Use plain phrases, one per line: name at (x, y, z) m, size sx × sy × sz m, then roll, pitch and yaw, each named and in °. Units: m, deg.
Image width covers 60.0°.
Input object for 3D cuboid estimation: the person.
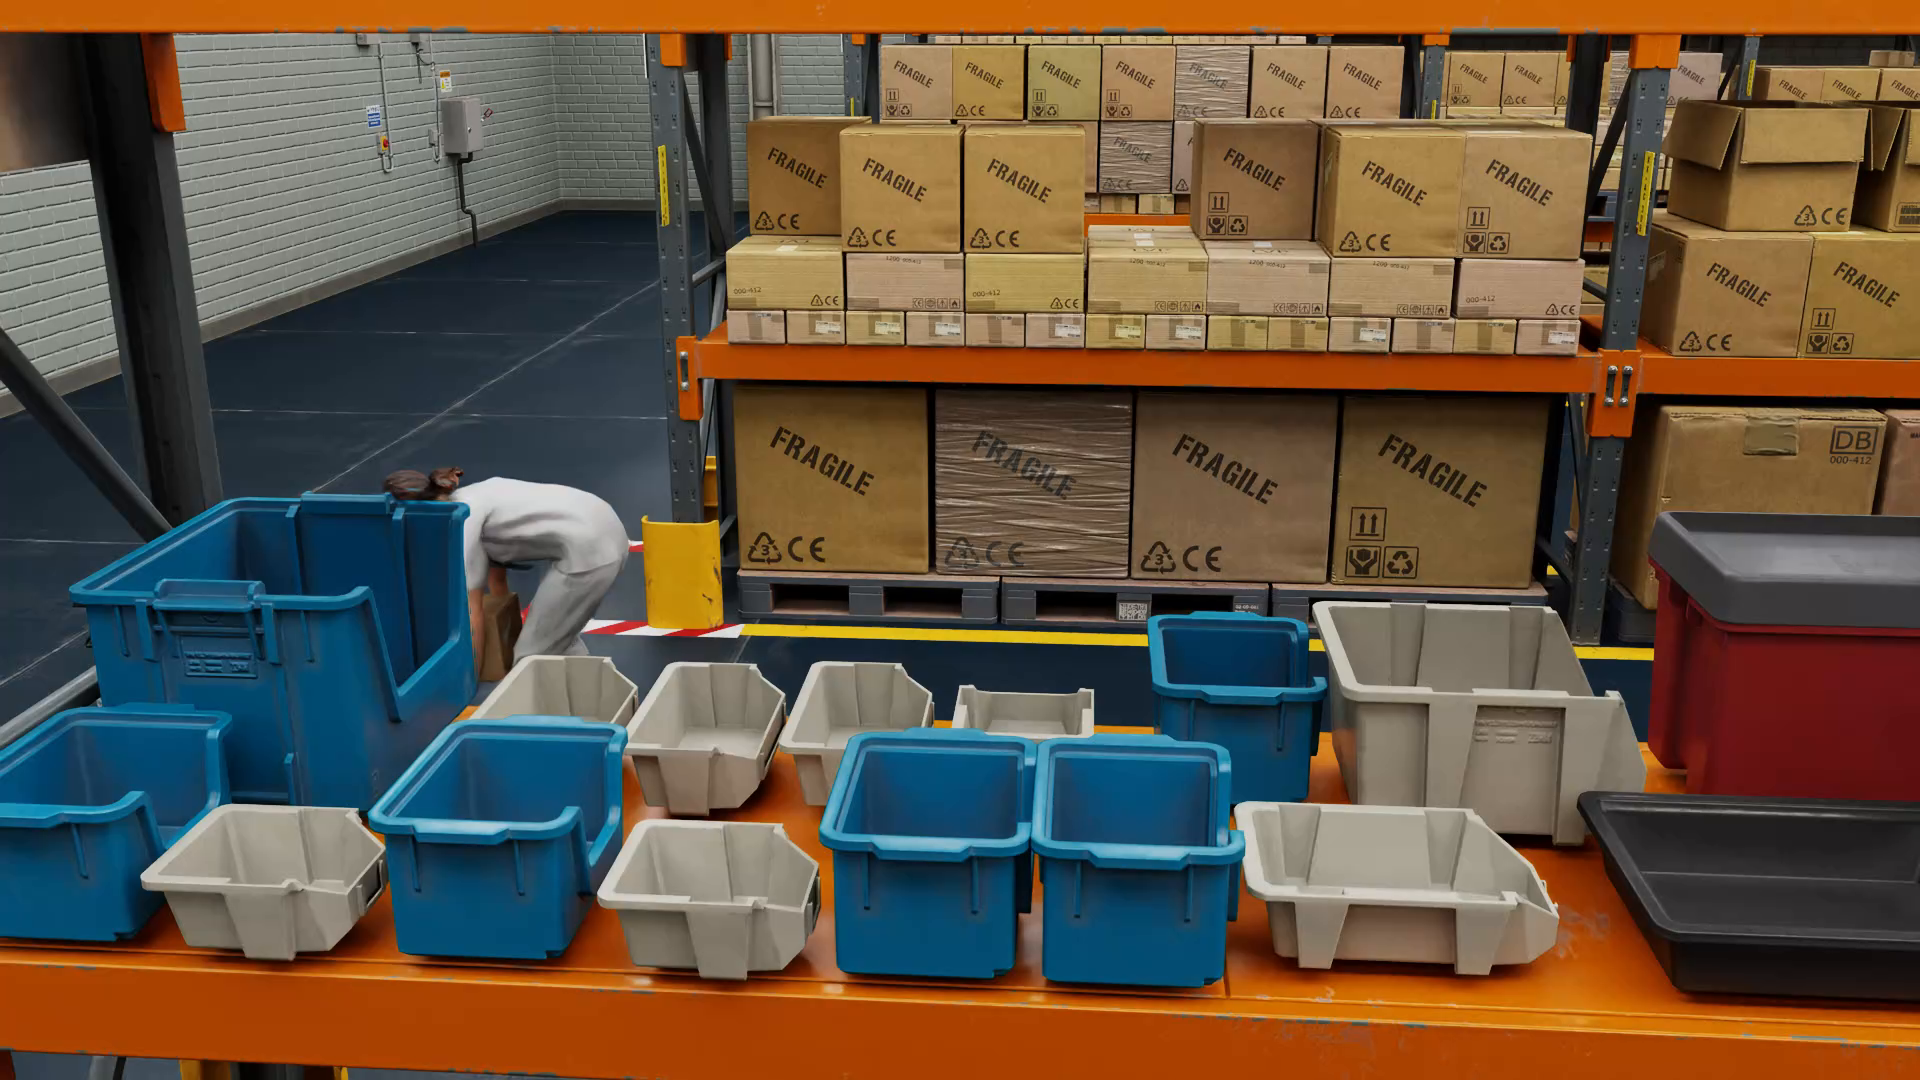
person at (-1.615, 0.291, 5.989) m, size 0.863 × 1.161 × 0.404 m, roll 1°, pitch 18°, yaw 2°
